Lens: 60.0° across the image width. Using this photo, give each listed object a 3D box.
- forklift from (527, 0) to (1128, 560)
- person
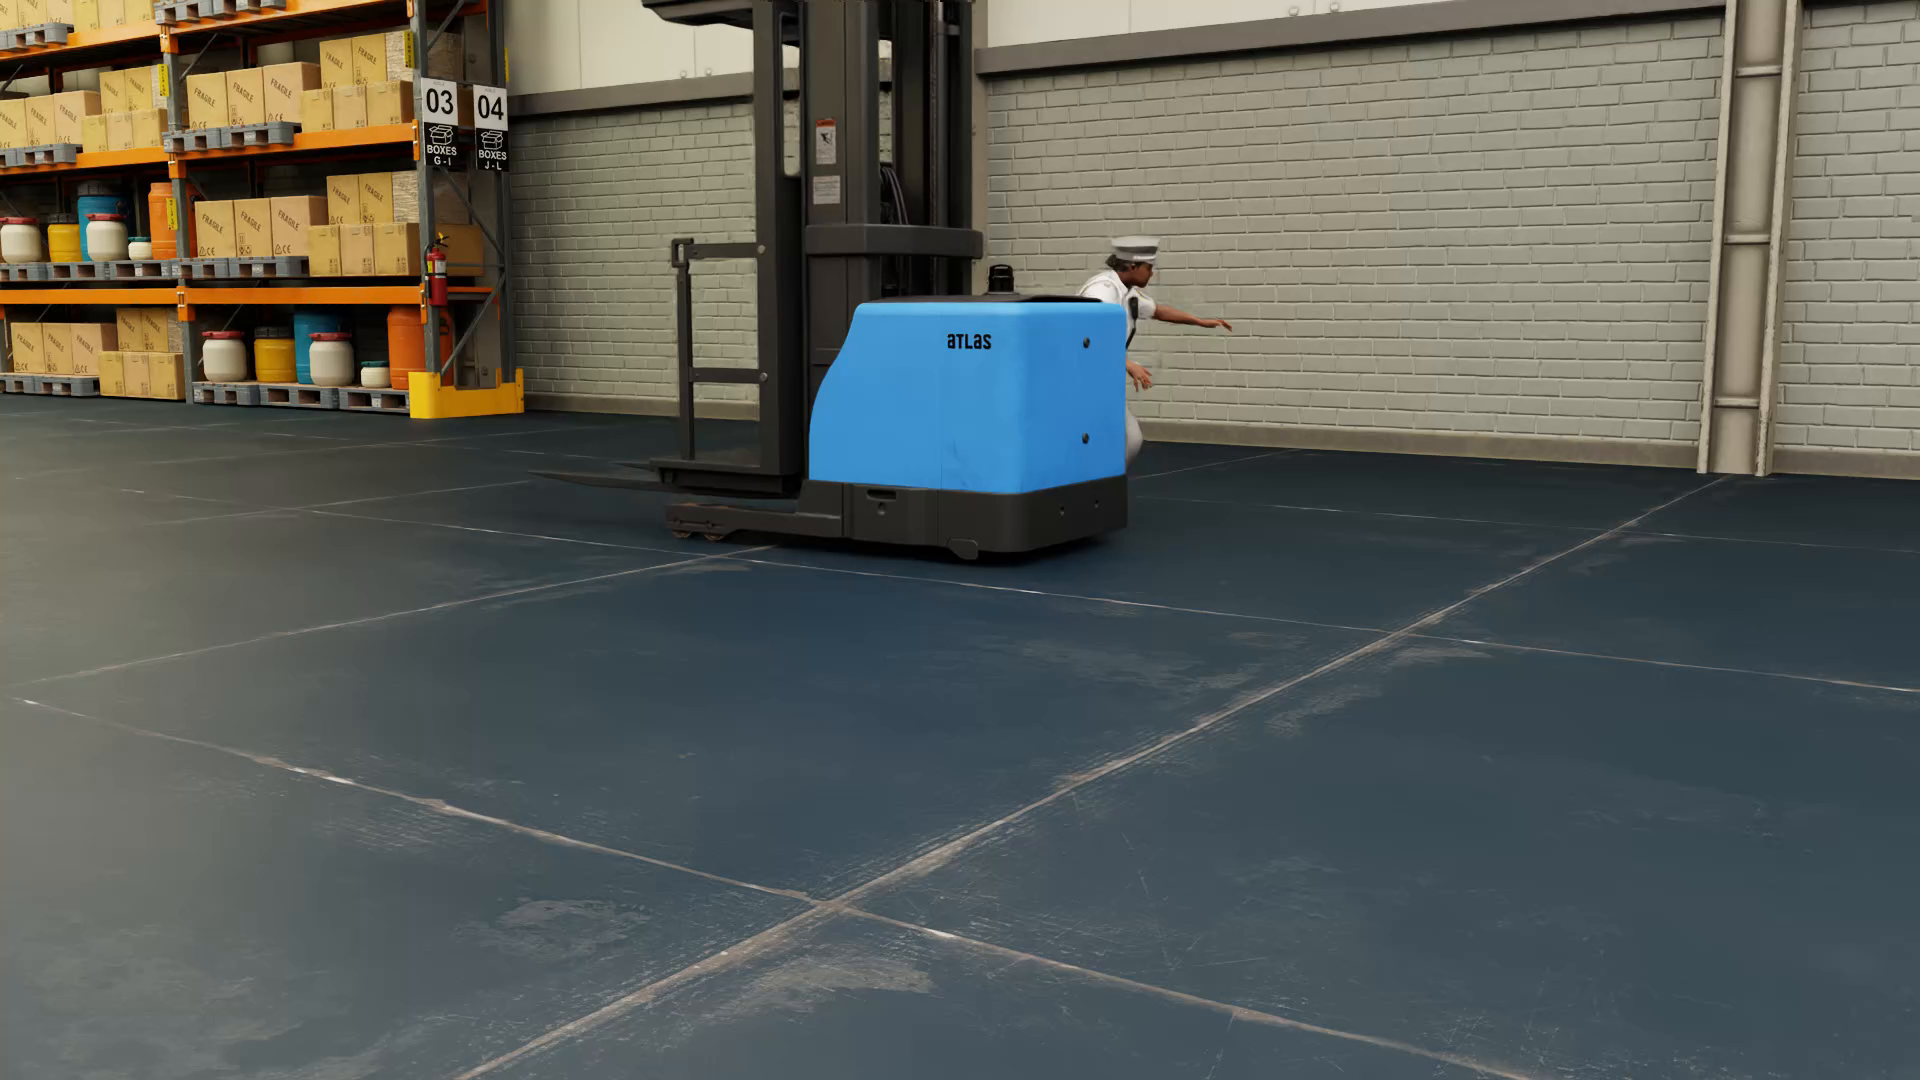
[{"bbox_3d":[-0.757,-1.501,7.746,3.031,2.935,1.130,5,10,33],"label":"forklift"},{"bbox_3d":[0.821,-0.789,8.255,0.879,1.419,1.196,3,9,18],"label":"person"}]
